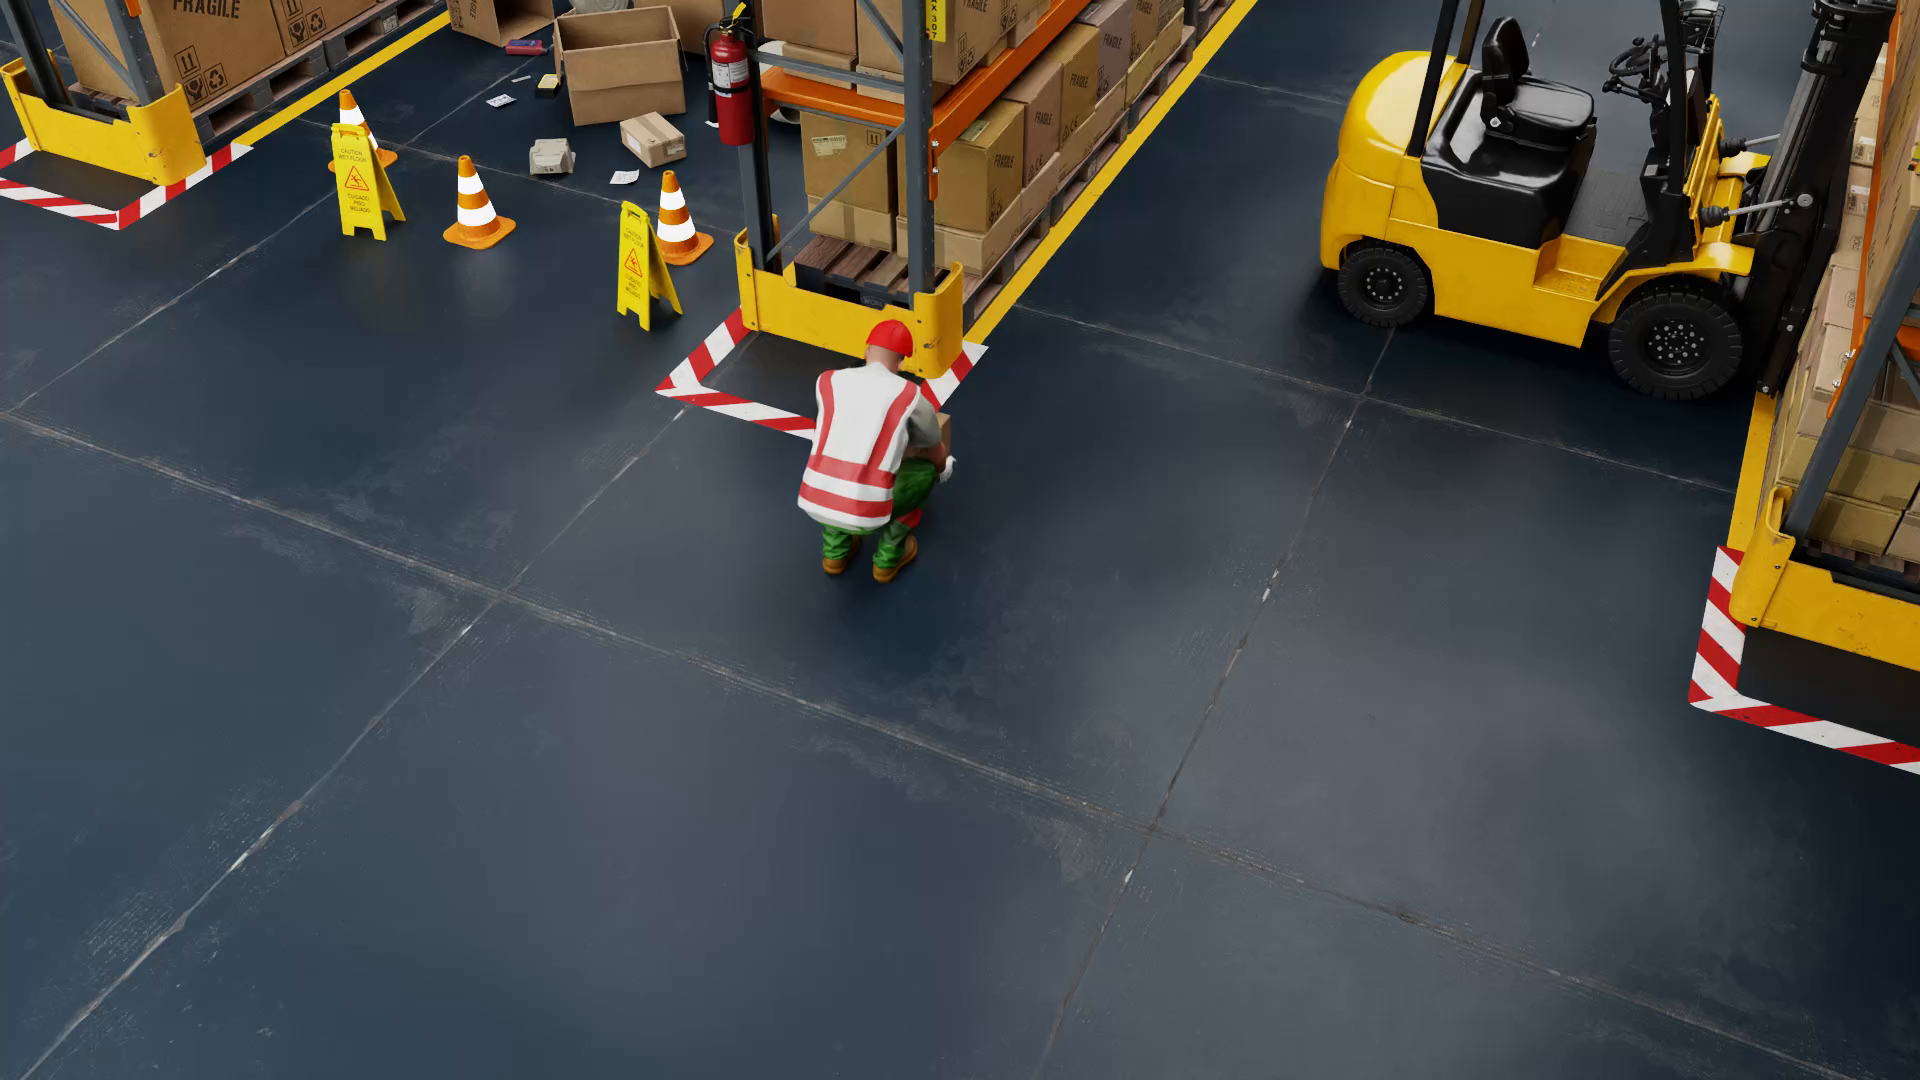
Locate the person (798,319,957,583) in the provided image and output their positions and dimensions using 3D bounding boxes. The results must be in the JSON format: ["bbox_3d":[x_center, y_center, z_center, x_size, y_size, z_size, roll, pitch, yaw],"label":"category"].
[{"bbox_3d":[-0.389,-0.356,7.136,0.567,1.006,0.884,17,44,18],"label":"person"}]
